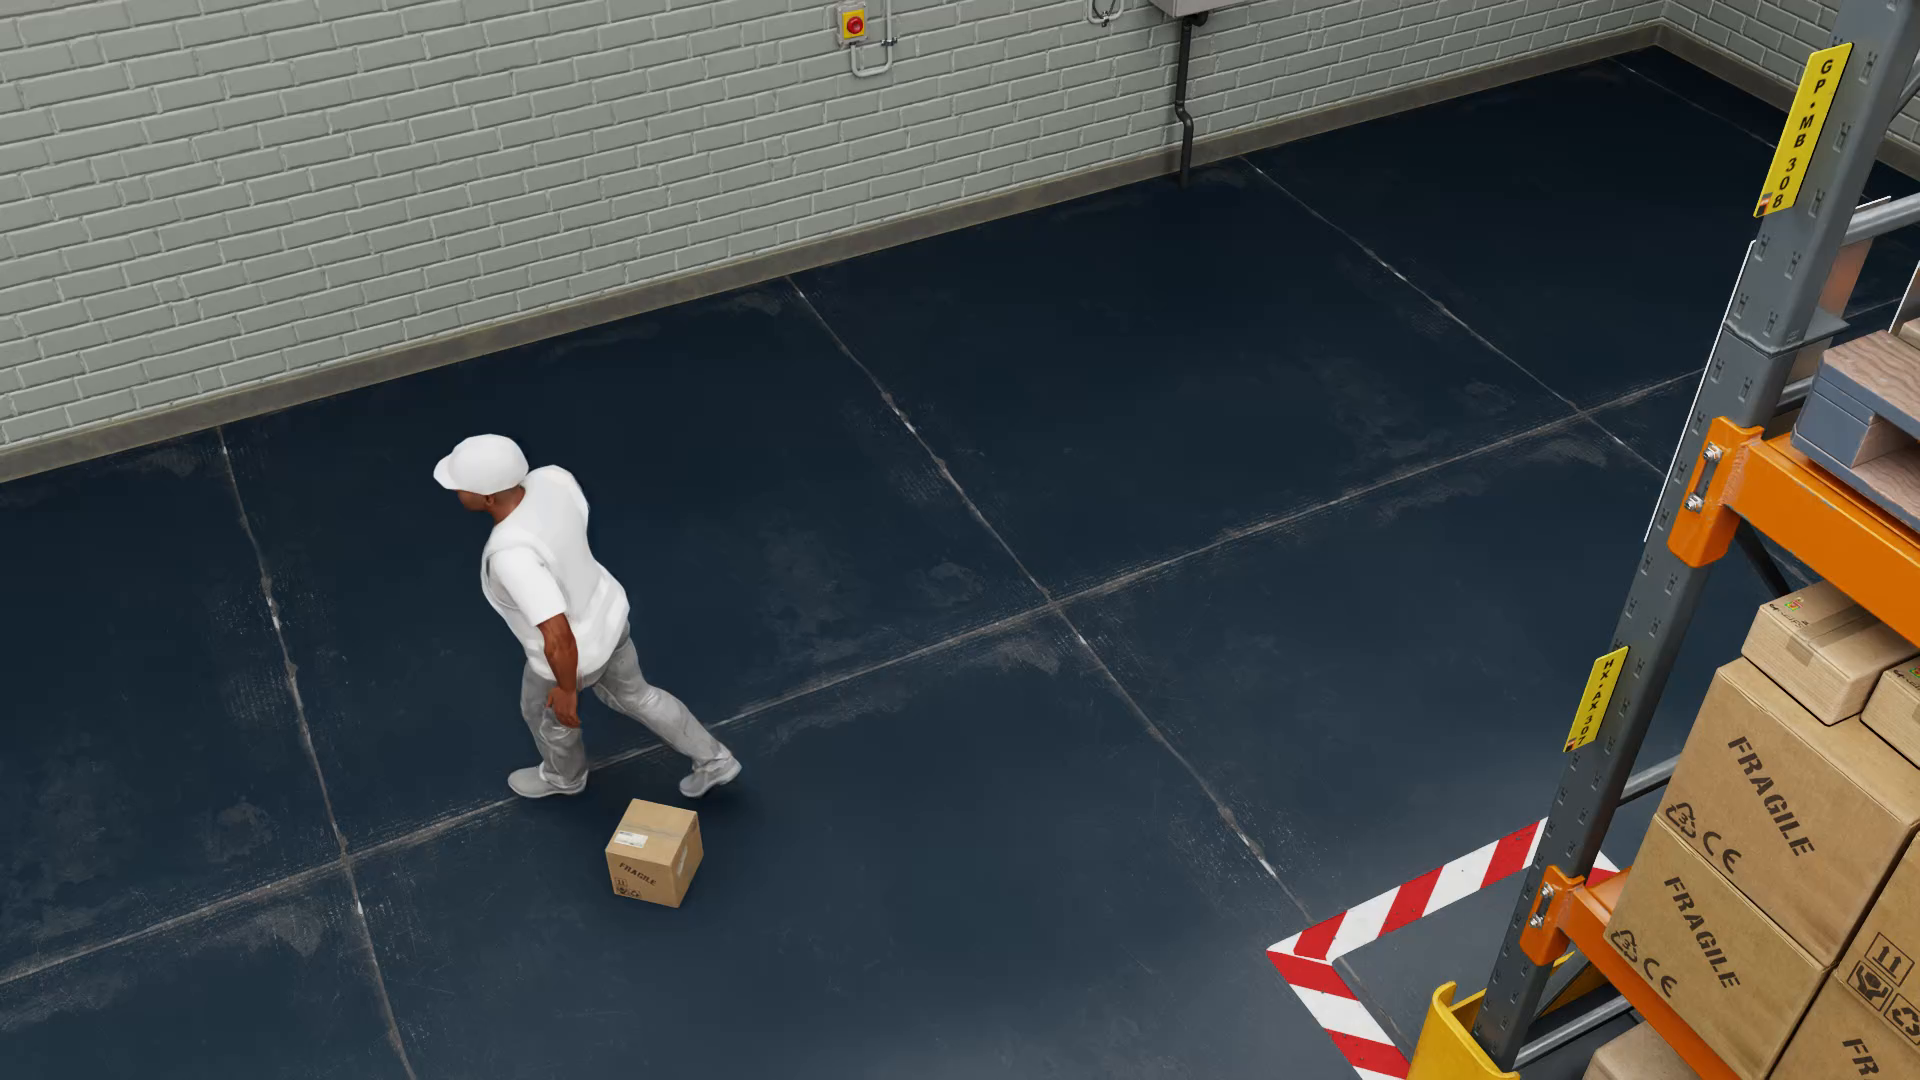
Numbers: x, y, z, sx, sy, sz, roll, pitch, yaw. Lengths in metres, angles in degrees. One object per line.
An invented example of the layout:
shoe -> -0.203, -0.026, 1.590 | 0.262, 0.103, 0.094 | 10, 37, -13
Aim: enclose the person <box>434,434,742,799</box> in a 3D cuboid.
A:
person -> -1.287, 0.356, 5.744 | 0.918, 1.745, 0.703 | 8, 42, 9
